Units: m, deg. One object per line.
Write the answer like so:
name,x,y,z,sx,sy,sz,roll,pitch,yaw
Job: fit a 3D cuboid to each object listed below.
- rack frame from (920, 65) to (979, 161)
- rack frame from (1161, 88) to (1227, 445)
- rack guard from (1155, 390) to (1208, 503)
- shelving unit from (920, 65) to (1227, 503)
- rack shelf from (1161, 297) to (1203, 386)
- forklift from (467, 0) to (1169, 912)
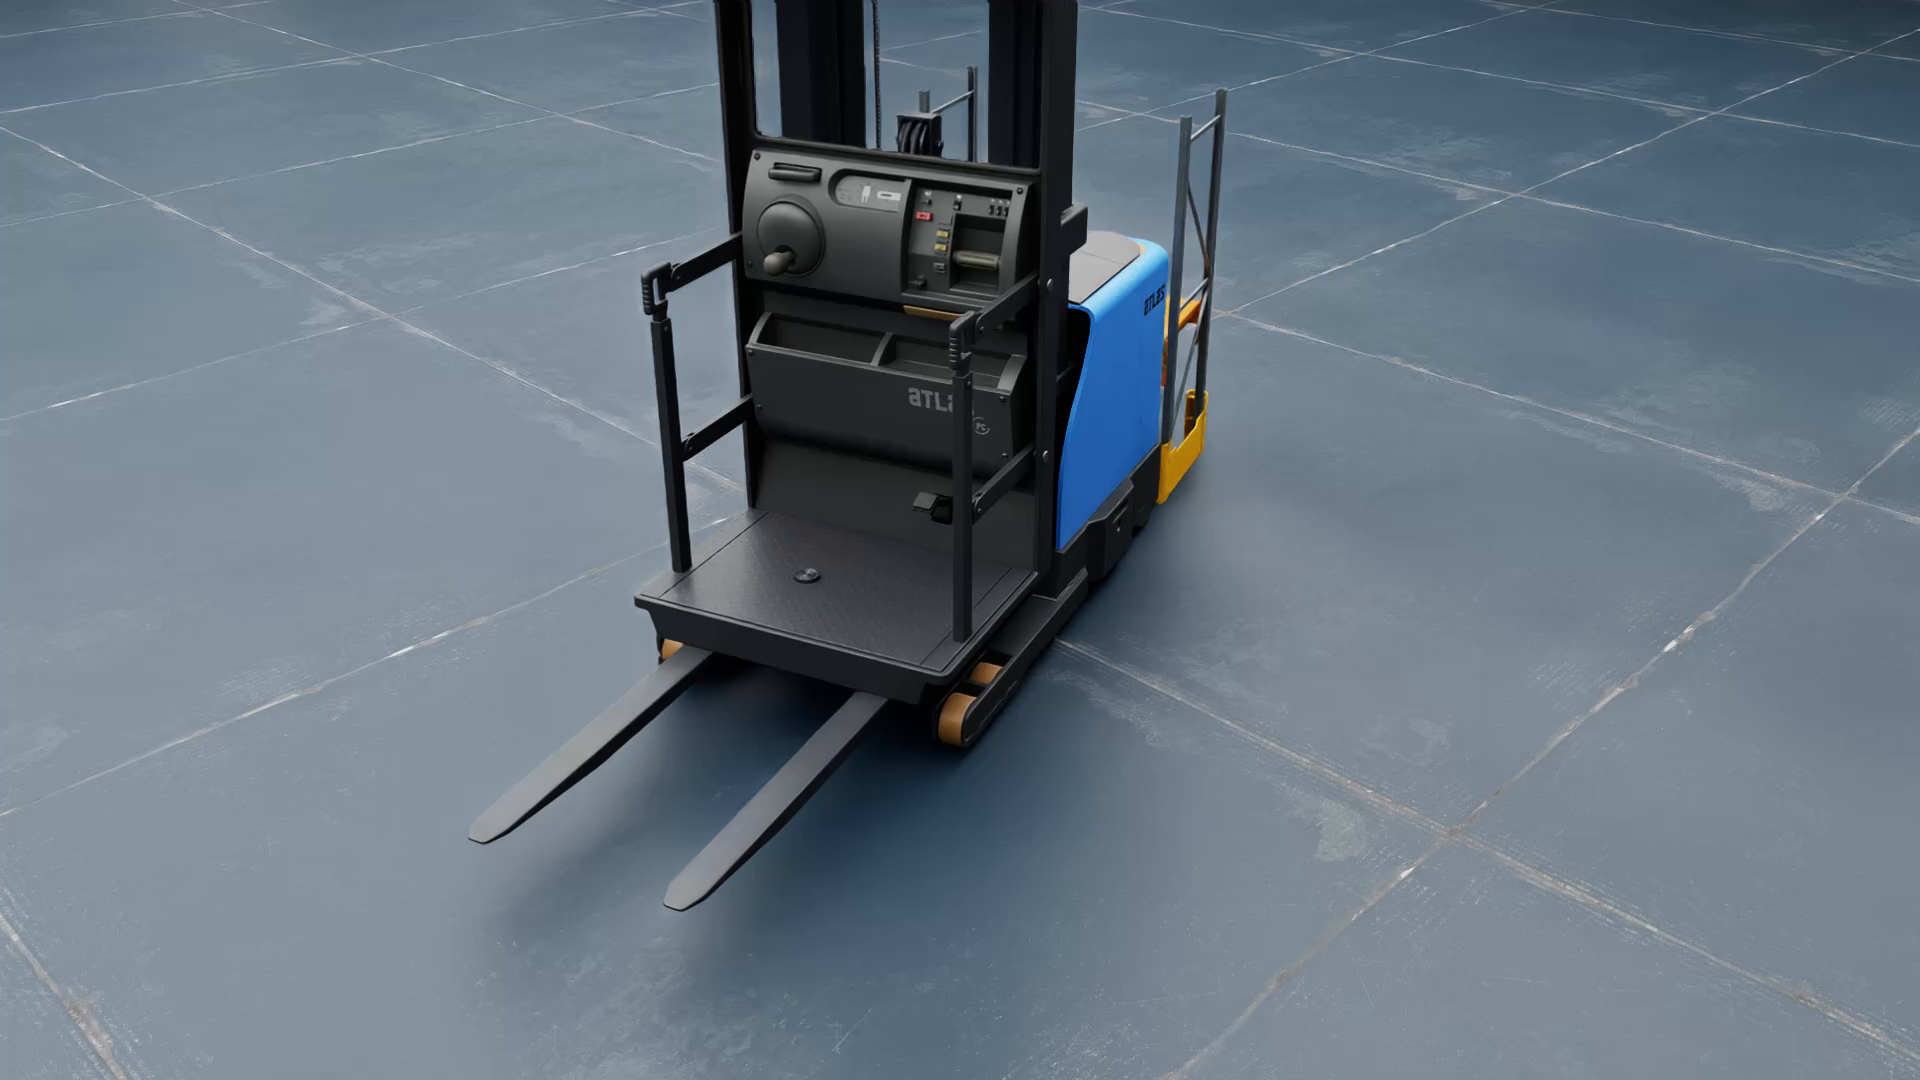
rack frame,-0.038,-1.124,6.776,0.032,1.500,0.500,12,30,21
rack frame,0.893,-0.933,6.413,0.032,1.500,0.500,12,30,21
rack guard,0.875,-0.384,6.711,0.087,0.250,0.587,12,30,21
shelving unit,0.419,-1.030,6.598,1.083,1.500,0.587,12,30,21
rack shelf,0.427,-0.869,6.679,1.000,0.185,0.538,12,30,21
forklift,-0.326,-0.899,4.810,1.130,2.935,3.031,13,30,22
